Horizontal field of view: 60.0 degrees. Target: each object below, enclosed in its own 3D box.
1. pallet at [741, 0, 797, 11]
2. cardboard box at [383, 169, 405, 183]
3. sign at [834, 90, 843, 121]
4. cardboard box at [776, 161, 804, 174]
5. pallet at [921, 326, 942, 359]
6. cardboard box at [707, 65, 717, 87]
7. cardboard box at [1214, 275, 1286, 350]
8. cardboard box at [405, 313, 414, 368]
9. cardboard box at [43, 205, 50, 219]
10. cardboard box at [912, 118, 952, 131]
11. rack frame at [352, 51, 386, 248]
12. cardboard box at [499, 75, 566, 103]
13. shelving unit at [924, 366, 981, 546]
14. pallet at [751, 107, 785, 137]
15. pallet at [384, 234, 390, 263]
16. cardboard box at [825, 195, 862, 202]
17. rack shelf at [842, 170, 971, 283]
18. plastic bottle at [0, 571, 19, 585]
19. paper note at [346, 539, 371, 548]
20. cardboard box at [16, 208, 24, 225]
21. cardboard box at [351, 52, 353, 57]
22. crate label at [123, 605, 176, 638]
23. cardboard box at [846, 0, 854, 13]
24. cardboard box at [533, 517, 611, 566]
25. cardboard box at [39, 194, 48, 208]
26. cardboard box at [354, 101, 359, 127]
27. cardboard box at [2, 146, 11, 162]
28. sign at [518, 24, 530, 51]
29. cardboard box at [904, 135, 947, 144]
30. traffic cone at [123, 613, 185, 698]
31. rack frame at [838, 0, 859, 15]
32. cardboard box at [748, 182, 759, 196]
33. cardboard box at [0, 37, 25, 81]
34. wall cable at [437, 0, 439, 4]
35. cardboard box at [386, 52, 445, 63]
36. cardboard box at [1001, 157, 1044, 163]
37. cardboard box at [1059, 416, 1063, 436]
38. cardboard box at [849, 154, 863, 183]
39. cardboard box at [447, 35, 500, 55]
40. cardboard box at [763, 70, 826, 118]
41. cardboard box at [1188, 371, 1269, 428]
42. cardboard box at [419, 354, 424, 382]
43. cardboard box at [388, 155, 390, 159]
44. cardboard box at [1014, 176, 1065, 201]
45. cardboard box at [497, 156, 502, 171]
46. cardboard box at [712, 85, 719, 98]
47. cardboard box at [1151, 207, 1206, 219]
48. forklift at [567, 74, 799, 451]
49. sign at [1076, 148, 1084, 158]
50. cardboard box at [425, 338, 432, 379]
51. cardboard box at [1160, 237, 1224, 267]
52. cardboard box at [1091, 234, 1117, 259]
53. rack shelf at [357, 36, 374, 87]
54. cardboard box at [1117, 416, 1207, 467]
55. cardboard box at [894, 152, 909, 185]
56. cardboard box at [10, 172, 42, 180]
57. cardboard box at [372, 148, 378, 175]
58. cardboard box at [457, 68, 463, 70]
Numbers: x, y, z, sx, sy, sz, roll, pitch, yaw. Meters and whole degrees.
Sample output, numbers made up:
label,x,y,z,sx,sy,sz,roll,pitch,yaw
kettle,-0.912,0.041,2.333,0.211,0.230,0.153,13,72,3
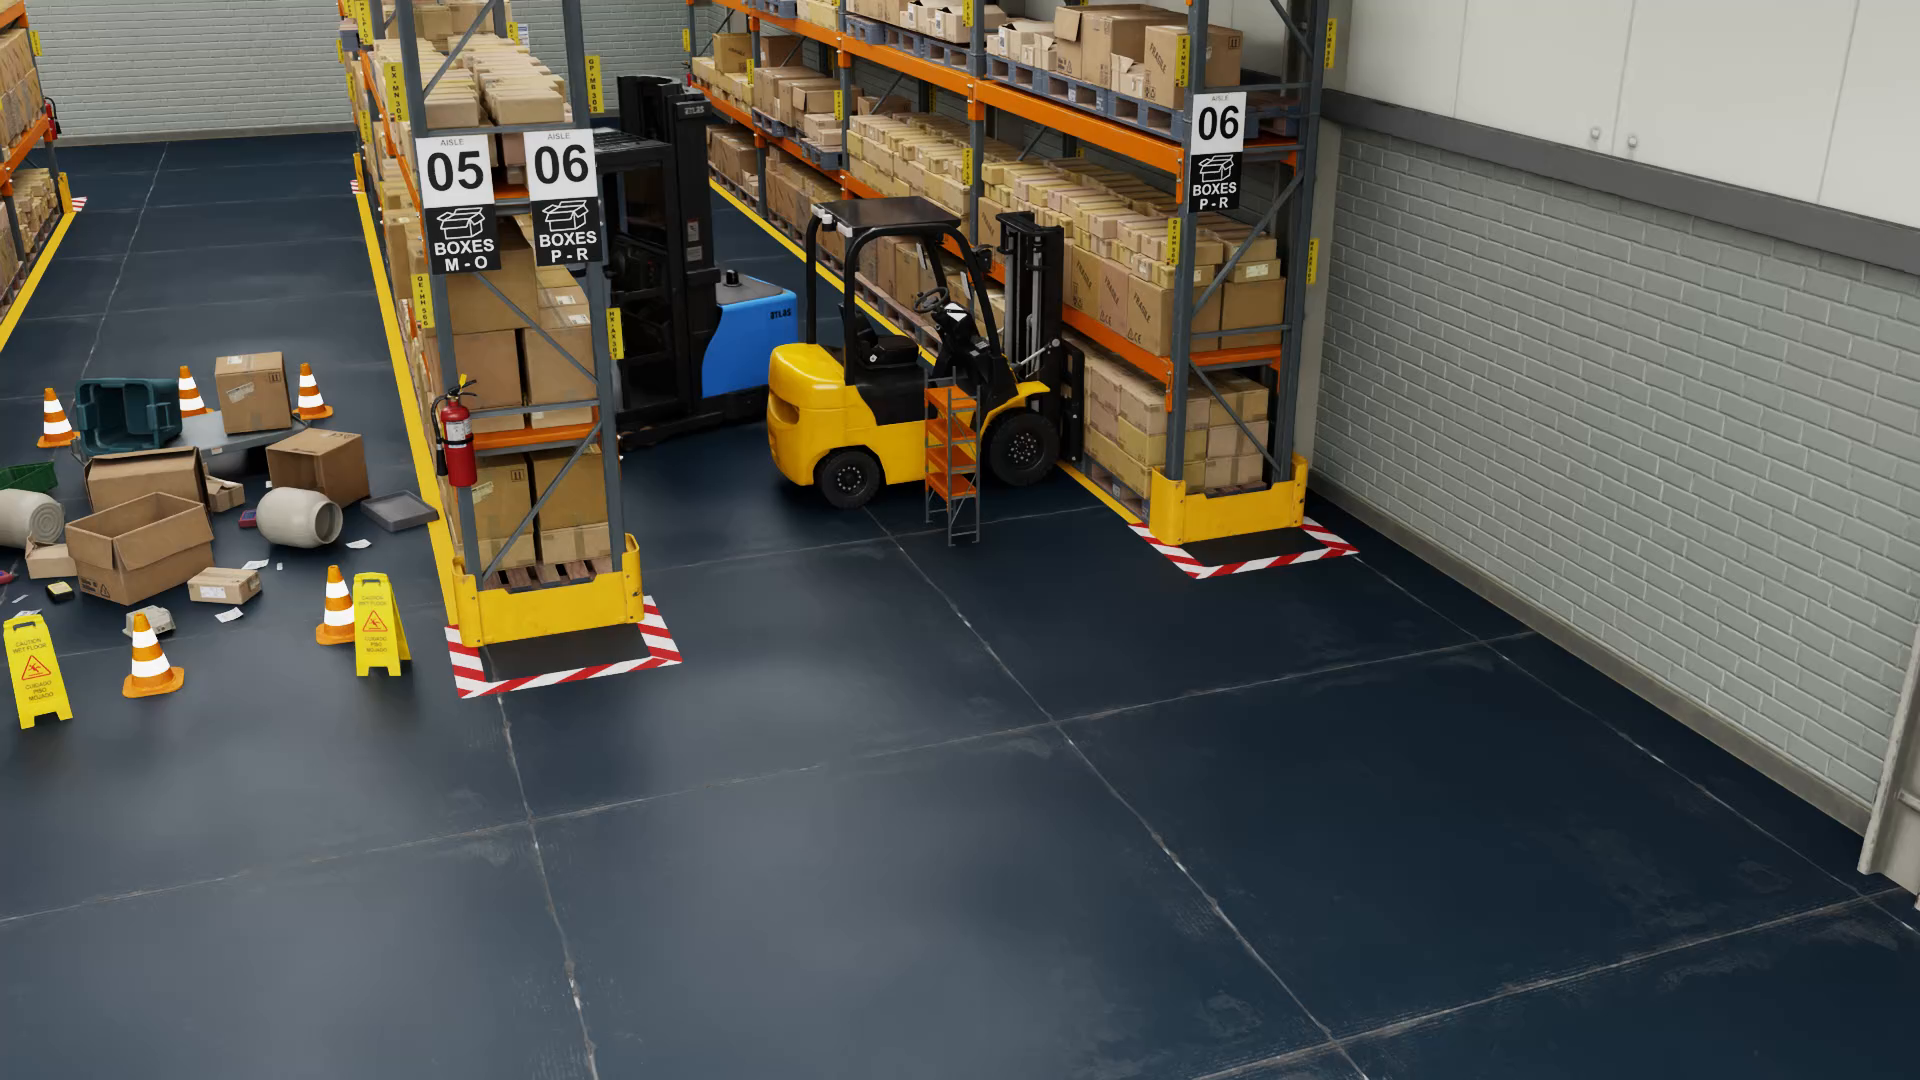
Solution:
label,x,y,z,sx,sy,sz,roll,pitch,yaw
pallet,-2.085,-6.895,21.127,1.213,0.211,1.003,-8,24,-19
cardboard box,-3.953,-2.522,12.574,0.700,0.500,0.500,-8,24,-19
sign,-1.341,-4.812,18.415,0.100,0.325,0.005,-8,24,-19
cardboard box,-2.202,-4.930,21.927,0.380,0.149,0.250,-9,24,-20
pallet,0.280,-1.917,16.525,1.003,0.211,1.213,-8,24,-19
cardboard box,-3.394,-6.799,24.328,0.500,0.250,0.500,-9,24,-20
cardboard box,2.074,-1.750,12.411,0.500,0.500,0.500,-8,24,-17
cardboard box,-4.758,-1.943,15.840,0.950,0.372,0.625,-8,24,-17
cardboard box,-12.073,-4.259,21.622,0.380,0.149,0.250,-9,25,-21
cardboard box,-0.301,-4.465,18.017,0.380,0.149,0.250,-8,24,-19
rack frame,-6.892,-5.164,20.639,1.000,3.000,0.127,-8,24,-19
cardboard box,-2.741,-2.885,10.666,0.380,0.149,0.250,-8,24,-19
shelving unit,-0.059,-0.613,12.160,0.258,1.200,0.503,-8,24,-19
pallet,-2.070,-5.452,21.571,1.003,0.211,1.213,-8,24,-19
pallet,-6.549,-3.609,20.540,1.003,0.211,1.213,-8,24,-19
cardboard box,-1.373,-3.973,19.656,0.380,0.149,0.250,-10,25,-22
rack shelf,-0.130,-3.334,17.225,1.077,0.370,4.000,-8,24,-19
plastic bottle,-6.694,0.272,11.526,0.283,0.061,0.133,-18,29,-37
paper note,-4.389,0.026,12.148,0.142,0.019,0.148,-18,29,-37
cardboard box,-11.457,-3.863,19.918,0.380,0.149,0.250,-7,24,-16
cardboard box,-7.299,-6.038,20.461,0.380,0.149,0.250,-9,24,-20
crate label,-5.266,0.535,10.804,0.298,0.136,0.250,18,29,36
cardboard box,-0.998,-5.738,17.772,0.380,0.166,0.250,-8,24,-19
cardboard box,-2.679,-0.061,11.532,0.500,0.250,0.500,-9,24,-19
cardboard box,-12.067,-4.390,21.551,0.380,0.149,0.250,-8,24,-18
cardboard box,-7.673,-5.710,21.807,0.500,0.500,0.500,-9,24,-20
cardboard box,-11.281,-4.480,19.340,0.380,0.149,0.250,-7,24,-17
sign,-7.913,-8.997,29.856,0.329,0.494,0.001,-8,24,-19
cardboard box,-0.352,-4.033,16.992,0.380,0.149,0.250,-8,24,-19
traffic cone,-4.930,0.662,10.083,0.336,0.463,0.334,-8,24,-19
rack frame,-0.837,-7.157,17.644,1.000,3.000,0.127,-8,24,-19
cardboard box,-2.721,-4.888,23.115,0.380,0.149,0.250,-9,25,-21
cardboard box,-12.135,-6.041,20.922,0.500,0.500,0.500,-7,24,-16
wall cable,-8.996,-9.330,29.215,0.588,1.984,0.122,-8,24,-19
cardboard box,-3.853,-3.361,11.798,0.380,0.149,0.250,-9,25,-21
cardboard box,0.607,-3.546,15.837,0.380,0.149,0.250,-9,25,-21
cardboard box,0.988,-1.090,13.974,0.500,0.250,0.500,-8,24,-17
cardboard box,-0.909,-4.129,18.377,0.500,0.250,0.500,-8,24,-19
cardboard box,-3.750,-3.806,12.852,0.380,0.149,0.250,-8,24,-18
cardboard box,-2.105,-5.691,21.221,0.700,0.500,0.500,-8,24,-18
cardboard box,1.997,-1.074,12.647,0.500,0.250,0.500,-9,24,-20
cardboard box,-3.939,-1.336,12.757,0.380,0.149,0.250,-7,24,-17
cardboard box,-4.815,-3.414,14.601,0.380,0.149,0.250,-9,25,-21
cardboard box,0.682,-2.983,14.118,0.380,0.149,0.250,-8,24,-18
cardboard box,-2.815,-2.506,10.794,0.380,0.149,0.250,-8,24,-19
cardboard box,-3.395,-6.552,24.256,0.380,0.149,0.250,-9,24,-20
cardboard box,1.713,-2.497,12.966,0.380,0.149,0.250,-8,24,-17
forklift,-2.893,-2.333,14.012,3.031,2.935,1.130,-17,28,-35
sign,1.095,-3.451,15.360,0.100,0.325,0.005,-8,24,-19
cardboard box,-3.275,-1.328,11.028,0.500,0.500,0.500,-8,24,-19
cardboard box,1.666,-2.069,11.950,0.380,0.149,0.250,-8,24,-19
cardboard box,1.237,-2.292,12.862,0.380,0.149,0.250,-9,25,-21
rack shelf,-6.186,-5.488,18.472,1.077,0.370,4.000,-8,24,-19
cardboard box,1.525,-0.777,12.586,0.500,0.250,0.500,-9,24,-20
cardboard box,-0.361,-3.802,16.958,0.500,0.250,0.500,-8,24,-18
cardboard box,-12.441,-4.798,22.136,0.380,0.149,0.250,-8,24,-18
cardboard box,-5.888,-4.013,17.458,0.500,0.250,0.500,-8,24,-19
cardboard box,-3.479,-3.400,12.403,0.500,0.250,0.500,-9,24,-20
